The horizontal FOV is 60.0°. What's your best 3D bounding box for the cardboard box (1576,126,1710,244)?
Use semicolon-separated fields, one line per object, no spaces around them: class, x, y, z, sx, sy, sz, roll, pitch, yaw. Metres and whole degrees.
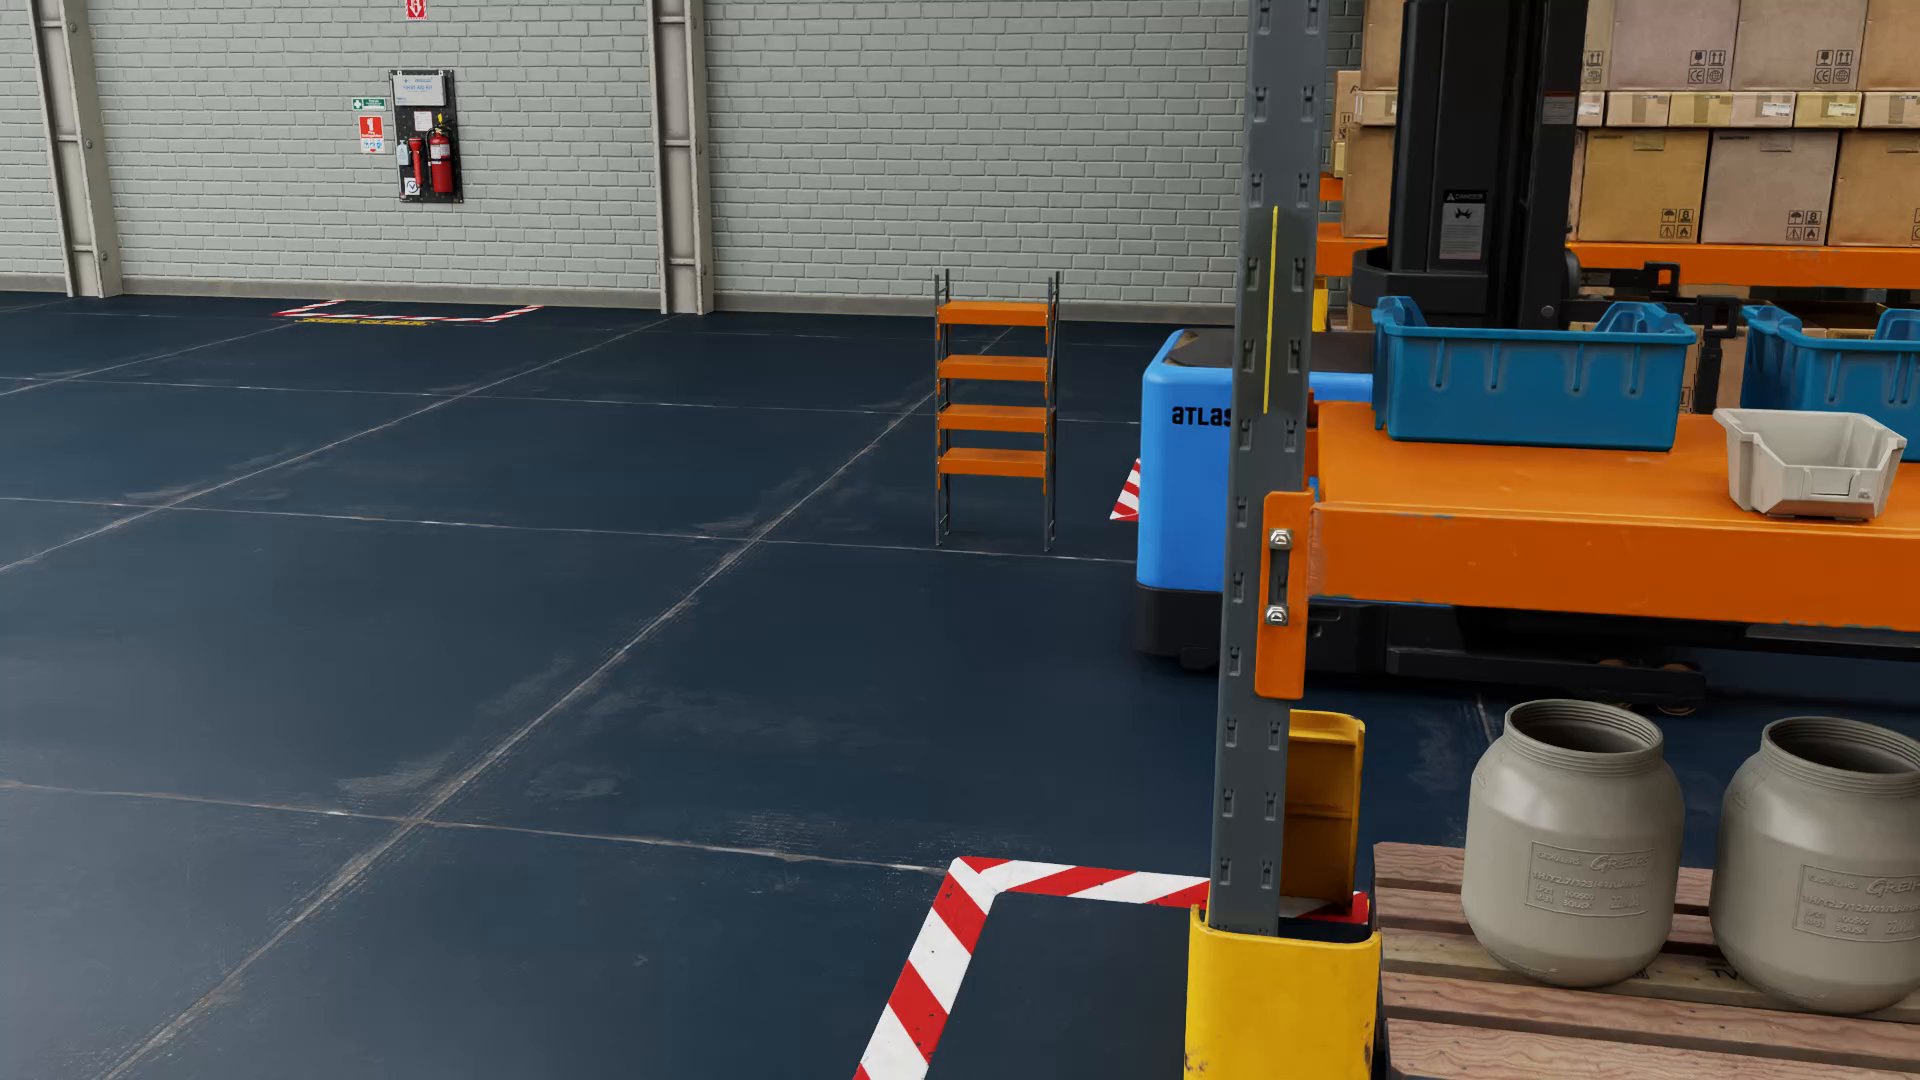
cardboard box;3.065;-1.645;7.622;0.500;0.500;0.700;3;16;11

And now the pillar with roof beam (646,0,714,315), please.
pillar with roof beam;-3.286;-5.248;9.582;0.400;9.000;9.100;3;16;11

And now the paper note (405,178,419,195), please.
paper note;-5.002;-3.228;15.176;0.142;0.148;0.016;3;16;11

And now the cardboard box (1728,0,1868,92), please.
cardboard box;3.618;-2.242;7.348;0.500;0.500;0.700;3;16;11

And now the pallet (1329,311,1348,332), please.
pallet;3.456;-1.575;12.782;1.213;0.211;1.003;3;16;11

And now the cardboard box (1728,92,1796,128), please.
cardboard box;3.457;-1.881;7.260;0.250;0.149;0.380;3;16;12

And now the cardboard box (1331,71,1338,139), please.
cardboard box;3.097;-3.304;12.641;0.500;0.500;0.500;3;16;10

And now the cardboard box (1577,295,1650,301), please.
cardboard box;3.177;-0.918;8.145;0.500;0.500;0.500;3;16;11

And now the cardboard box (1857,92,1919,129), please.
cardboard box;3.976;-1.853;7.162;0.250;0.149;0.380;4;16;13

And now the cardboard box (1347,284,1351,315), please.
cardboard box;3.253;-1.831;12.696;0.500;0.311;0.500;1;16;5

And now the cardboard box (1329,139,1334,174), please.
cardboard box;3.090;-2.938;12.724;0.500;0.250;0.500;3;16;12

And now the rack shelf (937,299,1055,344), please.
rack shelf;0.162;-0.948;7.195;0.480;0.148;0.258;3;16;11

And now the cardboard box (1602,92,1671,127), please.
cardboard box;2.963;-1.908;7.359;0.250;0.149;0.380;3;16;9

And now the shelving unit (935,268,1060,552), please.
shelving unit;0.162;-0.569;7.300;0.503;1.200;0.258;3;16;11

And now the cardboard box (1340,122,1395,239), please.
cardboard box;2.064;-1.699;7.820;0.500;0.500;0.700;3;16;11

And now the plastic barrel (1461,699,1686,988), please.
plastic barrel;1.279;0.628;3.479;0.421;0.512;0.421;0;15;0

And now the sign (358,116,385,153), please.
sign;-5.364;-3.698;15.158;0.234;0.329;0.001;3;16;11

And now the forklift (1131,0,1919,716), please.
forklift;2.178;-0.995;5.594;3.031;2.935;1.130;3;16;12

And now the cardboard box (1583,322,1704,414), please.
cardboard box;3.074;-0.782;7.654;0.500;0.500;0.500;3;16;11

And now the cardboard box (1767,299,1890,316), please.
cardboard box;4.157;-0.865;7.954;0.500;0.500;0.500;3;16;11

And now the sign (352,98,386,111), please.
sign;-5.361;-3.951;15.078;0.331;0.109;0.001;3;16;11

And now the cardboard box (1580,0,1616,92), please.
cardboard box;2.633;-2.295;7.540;0.500;0.500;0.700;3;16;10

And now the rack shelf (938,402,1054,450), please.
rack shelf;0.162;-0.505;7.318;0.480;0.148;0.258;3;16;11

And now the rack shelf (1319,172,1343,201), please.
rack shelf;4.553;-2.522;12.326;4.000;0.370;1.077;3;16;11

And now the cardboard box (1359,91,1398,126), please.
cardboard box;1.951;-1.963;7.556;0.250;0.149;0.380;3;16;11

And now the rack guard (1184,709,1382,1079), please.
rack guard;0.703;0.813;3.621;0.348;0.500;1.175;3;16;11

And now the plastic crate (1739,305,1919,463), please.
plastic crate;1.804;-0.327;3.334;0.408;0.251;0.499;3;16;11

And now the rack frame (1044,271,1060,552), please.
rack frame;0.401;-0.556;7.253;0.015;1.200;0.240;3;16;11

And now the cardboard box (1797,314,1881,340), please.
cardboard box;4.053;-0.728;7.460;0.500;0.500;0.500;3;16;11

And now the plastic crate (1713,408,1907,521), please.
plastic crate;1.432;-0.125;2.817;0.250;0.136;0.298;3;16;11

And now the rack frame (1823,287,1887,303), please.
rack frame;6.513;-2.762;11.845;0.127;3.000;1.000;3;16;11

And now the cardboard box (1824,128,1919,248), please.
cardboard box;4.084;-1.591;7.428;0.500;0.500;0.700;3;16;12

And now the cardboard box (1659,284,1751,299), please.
cardboard box;5.488;-1.815;12.282;0.500;0.500;0.500;2;16;7
